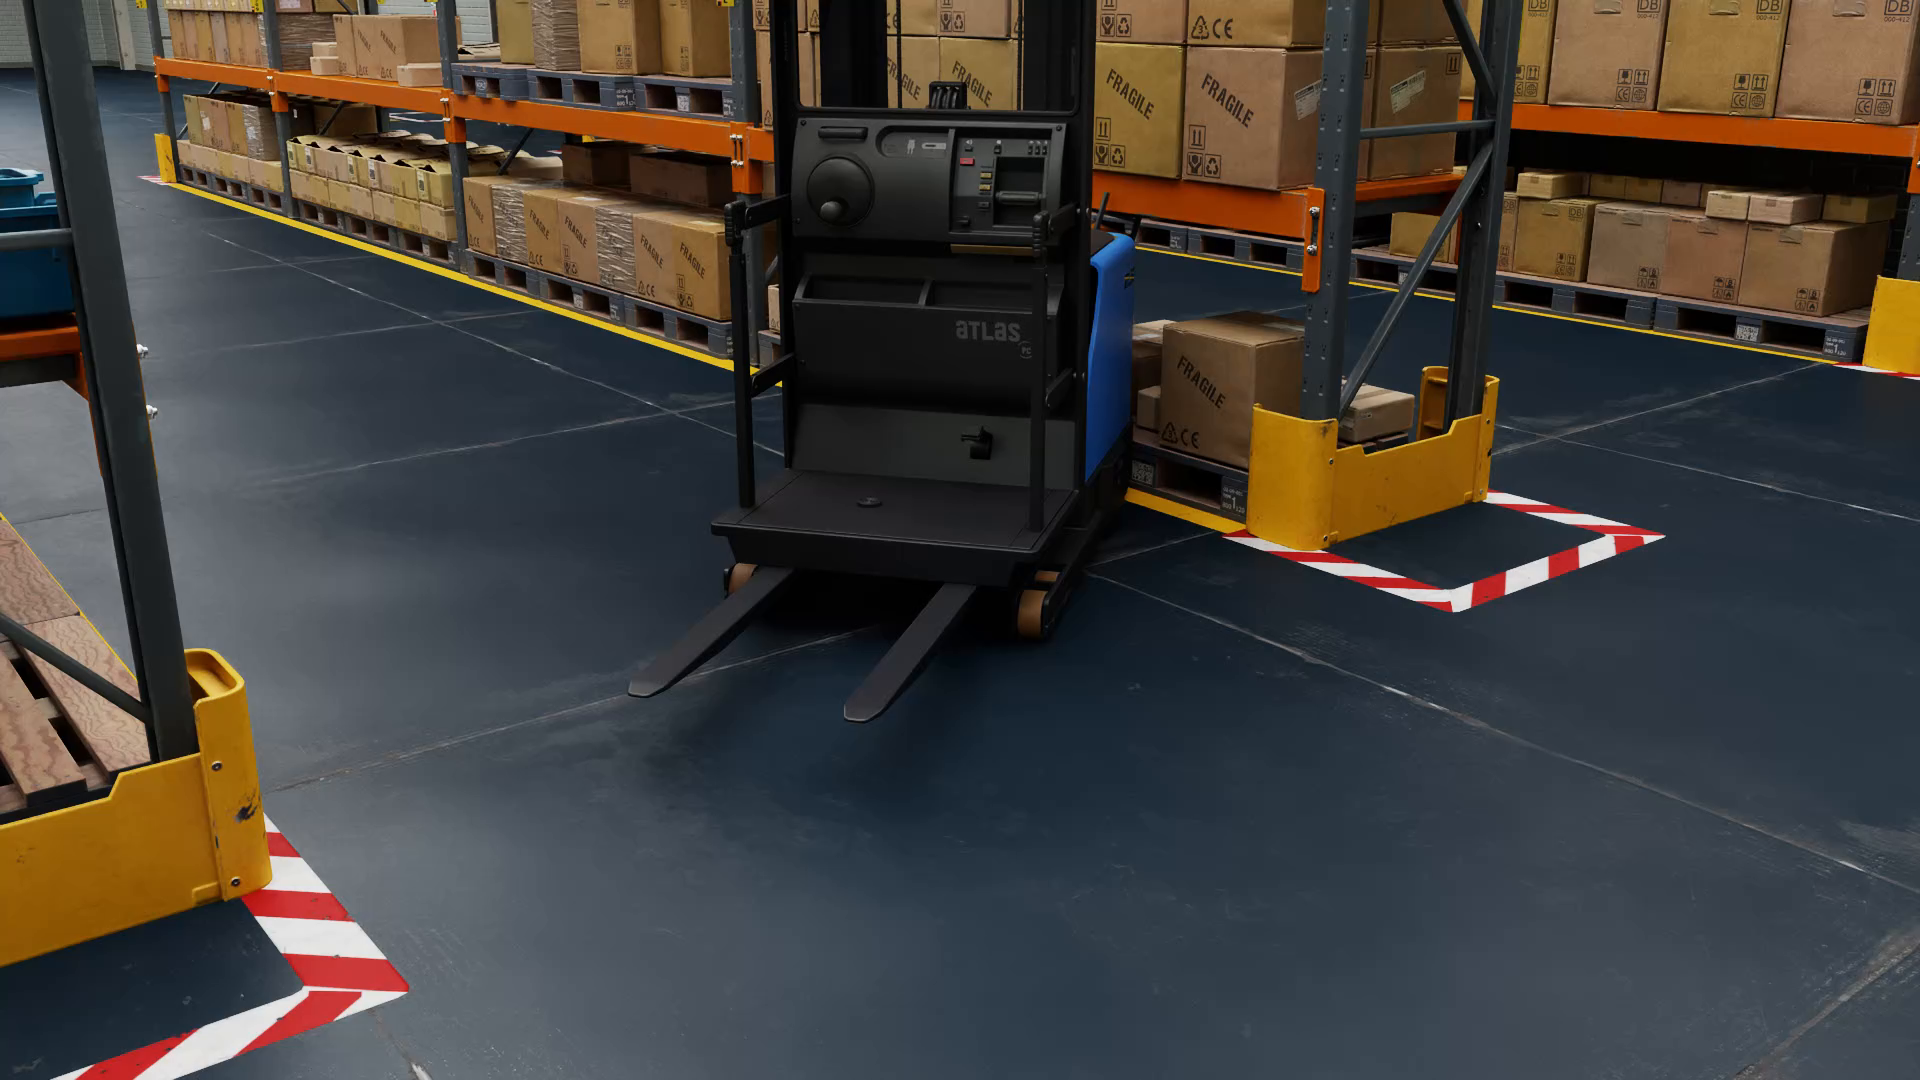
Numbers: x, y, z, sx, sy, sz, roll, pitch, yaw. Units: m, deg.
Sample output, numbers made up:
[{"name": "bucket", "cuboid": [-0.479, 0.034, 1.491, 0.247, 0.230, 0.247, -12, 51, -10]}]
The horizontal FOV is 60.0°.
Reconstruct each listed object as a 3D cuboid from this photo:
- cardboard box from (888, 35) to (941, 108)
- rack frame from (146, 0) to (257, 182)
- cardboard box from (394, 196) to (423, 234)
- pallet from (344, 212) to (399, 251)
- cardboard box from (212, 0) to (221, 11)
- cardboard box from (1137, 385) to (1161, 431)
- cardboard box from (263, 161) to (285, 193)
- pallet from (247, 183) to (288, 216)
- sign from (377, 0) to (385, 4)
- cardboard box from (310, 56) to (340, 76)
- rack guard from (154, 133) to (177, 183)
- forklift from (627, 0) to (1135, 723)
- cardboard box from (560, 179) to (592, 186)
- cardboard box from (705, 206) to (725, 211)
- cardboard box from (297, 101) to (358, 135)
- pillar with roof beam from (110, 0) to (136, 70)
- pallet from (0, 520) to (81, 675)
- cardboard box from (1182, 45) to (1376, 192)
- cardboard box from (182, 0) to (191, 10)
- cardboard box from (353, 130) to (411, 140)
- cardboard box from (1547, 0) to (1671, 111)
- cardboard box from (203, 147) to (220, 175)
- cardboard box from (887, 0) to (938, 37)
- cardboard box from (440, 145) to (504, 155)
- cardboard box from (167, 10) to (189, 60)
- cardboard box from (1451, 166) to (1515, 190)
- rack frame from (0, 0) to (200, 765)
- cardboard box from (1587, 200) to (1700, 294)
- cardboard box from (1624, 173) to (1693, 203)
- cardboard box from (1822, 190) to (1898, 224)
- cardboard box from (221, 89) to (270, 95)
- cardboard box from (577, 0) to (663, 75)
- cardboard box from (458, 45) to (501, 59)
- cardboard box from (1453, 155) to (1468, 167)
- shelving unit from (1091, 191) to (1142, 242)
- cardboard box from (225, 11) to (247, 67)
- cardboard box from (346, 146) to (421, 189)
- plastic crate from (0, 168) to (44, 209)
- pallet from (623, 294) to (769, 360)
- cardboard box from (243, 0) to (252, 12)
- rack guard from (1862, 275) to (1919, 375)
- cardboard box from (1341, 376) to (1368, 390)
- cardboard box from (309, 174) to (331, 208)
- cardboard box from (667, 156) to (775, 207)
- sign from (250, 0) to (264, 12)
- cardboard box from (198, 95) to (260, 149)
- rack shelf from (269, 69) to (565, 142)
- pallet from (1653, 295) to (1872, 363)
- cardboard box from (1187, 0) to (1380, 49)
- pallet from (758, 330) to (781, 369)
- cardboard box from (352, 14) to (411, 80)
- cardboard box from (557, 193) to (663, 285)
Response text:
[{"name": "cardboard box", "cuboid": [-0.056, -2.116, 7.820, 0.500, 0.500, 0.500, -14, 23, -36]}, {"name": "rack frame", "cuboid": [-8.239, -5.453, 18.059, 1.000, 3.000, 0.127, -14, 23, -36]}, {"name": "cardboard box", "cuboid": [-4.113, -2.584, 13.101, 0.500, 0.250, 0.500, -14, 23, -37]}, {"name": "pallet", "cuboid": [-4.506, -2.669, 14.087, 1.003, 0.211, 1.213, -14, 23, -36]}, {"name": "cardboard box", "cuboid": [-7.047, -5.226, 16.182, 0.380, 0.149, 0.250, -13, 22, -34]}, {"name": "cardboard box", "cuboid": [0.983, -0.578, 7.142, 0.380, 0.166, 0.250, -14, 23, -36]}, {"name": "cardboard box", "cuboid": [-6.215, -3.433, 15.665, 0.500, 0.250, 0.500, -14, 23, -36]}, {"name": "pallet", "cuboid": [-6.217, -3.348, 16.137, 1.003, 0.211, 1.213, -14, 23, -36]}, {"name": "sign", "cuboid": [-5.336, -5.088, 15.240, 0.100, 0.325, 0.005, -14, 23, -36]}, {"name": "cardboard box", "cuboid": [-5.366, -4.090, 14.342, 0.380, 0.149, 0.250, -14, 23, -36]}, {"name": "rack guard", "cuboid": [-8.254, -4.272, 18.470, 1.175, 0.500, 0.348, -14, 23, -36]}, {"name": "forklift", "cuboid": [-0.164, -1.202, 5.330, 1.130, 2.935, 3.031, 5, 19, 14]}, {"name": "cardboard box", "cuboid": [-2.507, -2.319, 11.872, 0.500, 0.500, 0.500, -13, 22, -34]}, {"name": "cardboard box", "cuboid": [-1.238, -1.814, 10.347, 0.500, 0.500, 0.500, -14, 23, -35]}, {"name": "cardboard box", "cuboid": [-6.115, -4.014, 16.227, 0.500, 0.500, 0.500, -14, 23, -36]}, {"name": "pillar with roof beam", "cuboid": [-25.247, -15.817, 39.815, 9.100, 9.000, 0.400, -14, 23, -36]}, {"name": "pallet", "cuboid": [-3.425, 0.268, 5.218, 1.003, 0.211, 1.213, -14, 23, -36]}, {"name": "cardboard box", "cuboid": [1.204, -1.615, 6.309, 0.500, 0.500, 0.500, -13, 22, -34]}, {"name": "cardboard box", "cuboid": [-7.690, -5.481, 16.952, 0.380, 0.149, 0.250, -14, 23, -37]}, {"name": "cardboard box", "cuboid": [-5.280, -3.584, 15.228, 0.500, 0.311, 0.500, -14, 23, -36]}, {"name": "cardboard box", "cuboid": [4.325, -3.111, 10.509, 0.980, 0.700, 0.700, -15, 24, -39]}, {"name": "cardboard box", "cuboid": [-7.457, -3.926, 17.152, 0.500, 0.250, 0.500, -14, 23, -36]}, {"name": "cardboard box", "cuboid": [-0.077, -2.593, 7.673, 0.500, 0.500, 0.500, -15, 23, -38]}, {"name": "cardboard box", "cuboid": [-4.015, -3.082, 13.713, 0.500, 0.311, 0.500, -15, 23, -38]}, {"name": "cardboard box", "cuboid": [-7.959, -5.383, 17.688, 0.700, 0.500, 0.500, -14, 23, -36]}, {"name": "cardboard box", "cuboid": [3.546, -2.460, 11.297, 0.380, 0.149, 0.250, -13, 22, -34]}, {"name": "rack frame", "cuboid": [-2.190, -0.545, 3.235, 1.000, 3.000, 0.127, -14, 23, -36]}, {"name": "cardboard box", "cuboid": [4.439, -1.891, 10.610, 0.700, 0.500, 0.500, -15, 23, -38]}, {"name": "cardboard box", "cuboid": [4.509, -2.272, 10.729, 0.380, 0.149, 0.250, -14, 23, -36]}, {"name": "cardboard box", "cuboid": [5.297, -1.960, 9.787, 0.380, 0.149, 0.250, -14, 23, -36]}, {"name": "cardboard box", "cuboid": [-7.673, -4.629, 18.083, 0.500, 0.500, 0.500, -14, 23, -36]}, {"name": "cardboard box", "cuboid": [-1.934, -3.166, 10.325, 0.500, 0.500, 0.700, 13, 23, 35]}, {"name": "cardboard box", "cuboid": [-3.464, -3.538, 12.416, 0.500, 0.311, 0.500, -12, 22, -33]}, {"name": "cardboard box", "cuboid": [3.542, -2.655, 11.884, 0.380, 0.149, 0.250, -14, 23, -36]}, {"name": "shelving unit", "cuboid": [0.370, -0.940, 7.155, 0.258, 1.200, 0.503, 3, 19, -42]}, {"name": "cardboard box", "cuboid": [-6.677, -4.876, 16.157, 0.700, 0.500, 0.500, -14, 23, -35]}, {"name": "cardboard box", "cuboid": [-4.739, -3.099, 13.762, 0.500, 0.311, 0.500, -13, 22, -35]}, {"name": "plastic crate", "cuboid": [-2.494, -0.781, 4.120, 0.416, 0.233, 0.300, -14, 23, -36]}, {"name": "pallet", "cuboid": [-1.323, -1.365, 10.150, 1.003, 0.211, 1.213, -14, 23, -36]}, {"name": "cardboard box", "cuboid": [-6.409, -4.973, 15.419, 0.380, 0.149, 0.250, -15, 23, -38]}, {"name": "rack guard", "cuboid": [5.591, -1.286, 9.450, 1.175, 0.500, 0.348, -14, 23, -36]}, {"name": "cardboard box", "cuboid": [1.549, -0.606, 7.229, 0.380, 0.166, 0.250, -14, 23, -36]}, {"name": "cardboard box", "cuboid": [-5.383, -3.087, 14.621, 0.500, 0.250, 0.500, -13, 23, -35]}, {"name": "cardboard box", "cuboid": [-1.519, -2.287, 10.582, 0.500, 0.250, 0.500, -14, 23, -36]}, {"name": "sign", "cuboid": [-6.190, -4.807, 14.605, 0.100, 0.325, 0.005, -14, 23, -36]}, {"name": "cardboard box", "cuboid": [-7.448, -4.284, 17.041, 0.500, 0.500, 0.500, -14, 23, -36]}, {"name": "rack shelf", "cuboid": [-4.514, -3.633, 13.707, 1.077, 0.370, 4.000, -14, 23, -36]}, {"name": "pallet", "cuboid": [5.018, -1.336, 10.062, 1.003, 0.211, 1.213, -14, 23, -36]}, {"name": "cardboard box", "cuboid": [1.203, -2.089, 6.148, 0.500, 0.500, 0.500, -14, 23, -37]}, {"name": "pallet", "cuboid": [-0.363, -1.003, 9.056, 1.003, 0.211, 1.213, -14, 23, -36]}, {"name": "cardboard box", "cuboid": [-4.654, -4.069, 13.720, 0.500, 0.500, 0.500, -14, 23, -36]}, {"name": "cardboard box", "cuboid": [-2.249, -1.956, 10.774, 0.500, 0.500, 0.500, -15, 23, -38]}]
